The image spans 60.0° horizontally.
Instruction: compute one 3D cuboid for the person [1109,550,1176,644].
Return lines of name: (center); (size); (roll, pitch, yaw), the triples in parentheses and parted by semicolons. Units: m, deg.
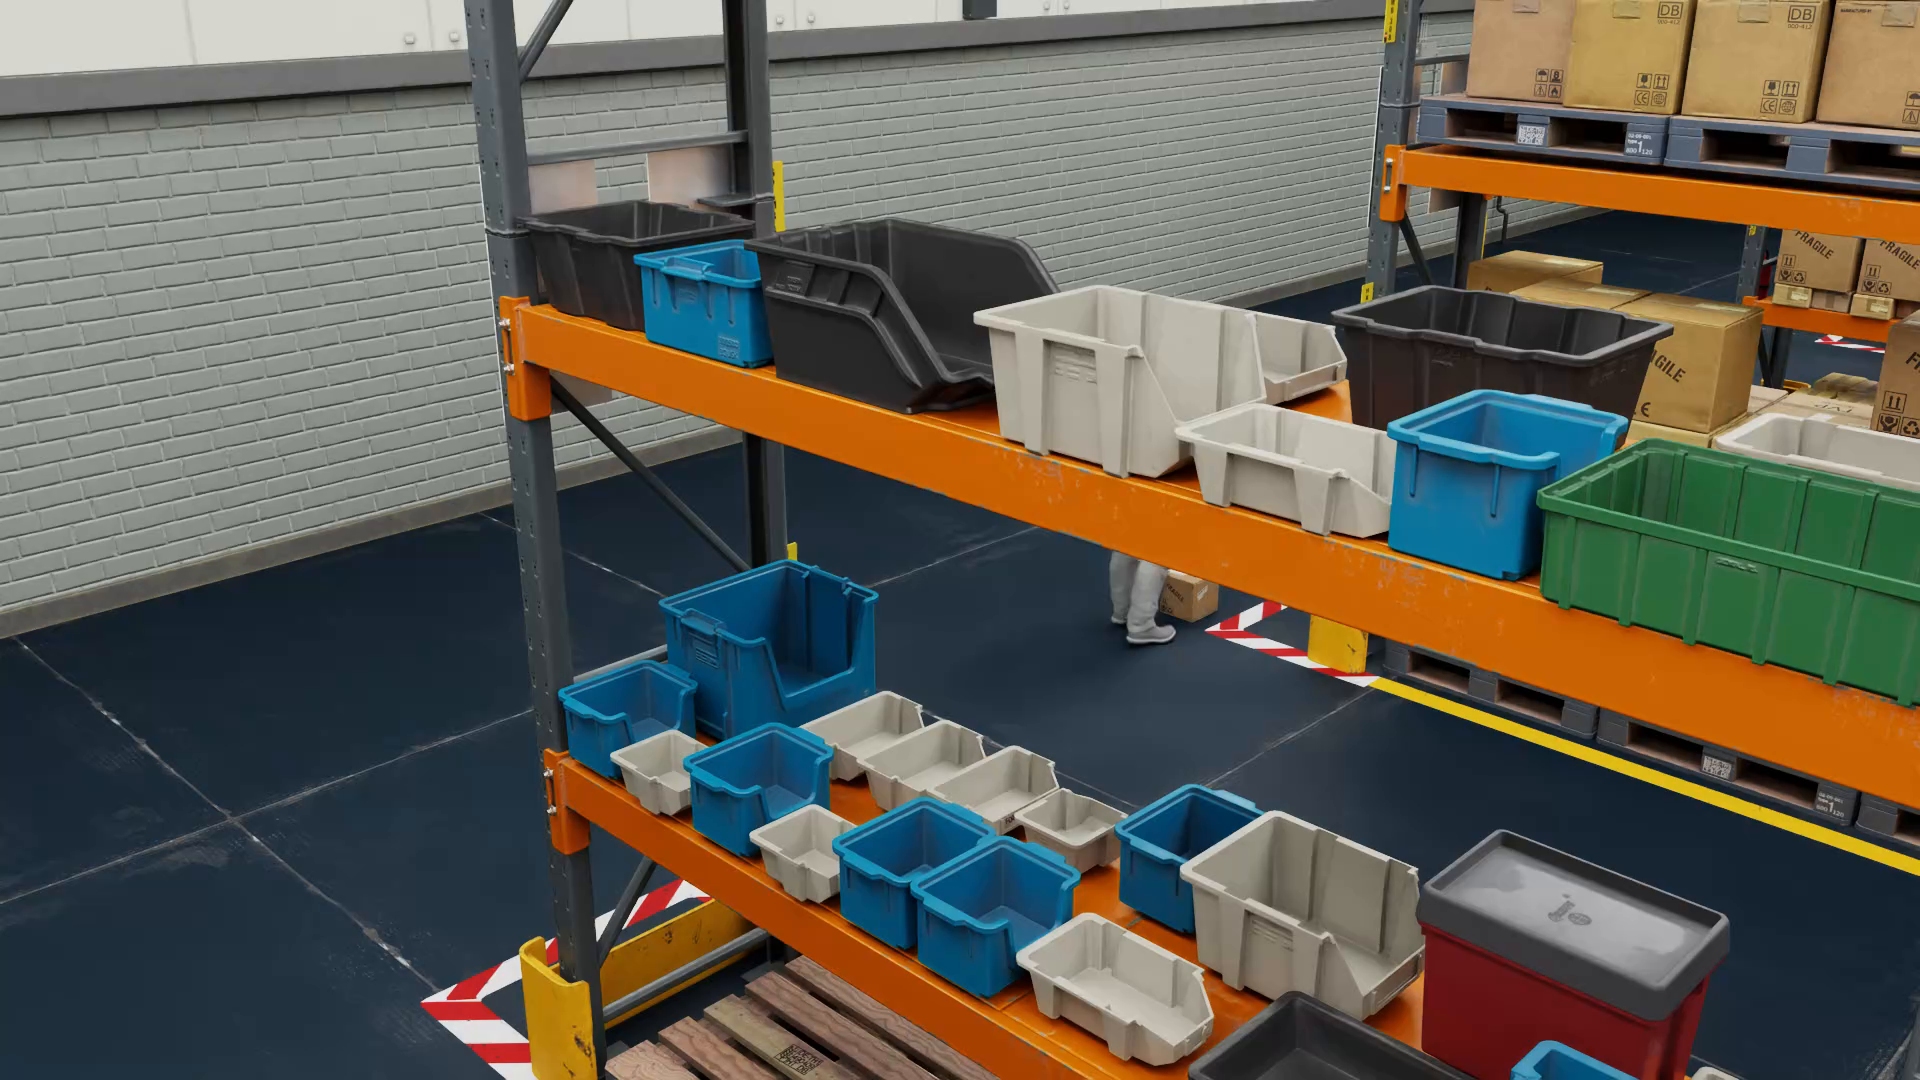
person: (1.049, -0.291, 9.323); (0.505, 1.780, 0.575); (-16, 26, -37)
